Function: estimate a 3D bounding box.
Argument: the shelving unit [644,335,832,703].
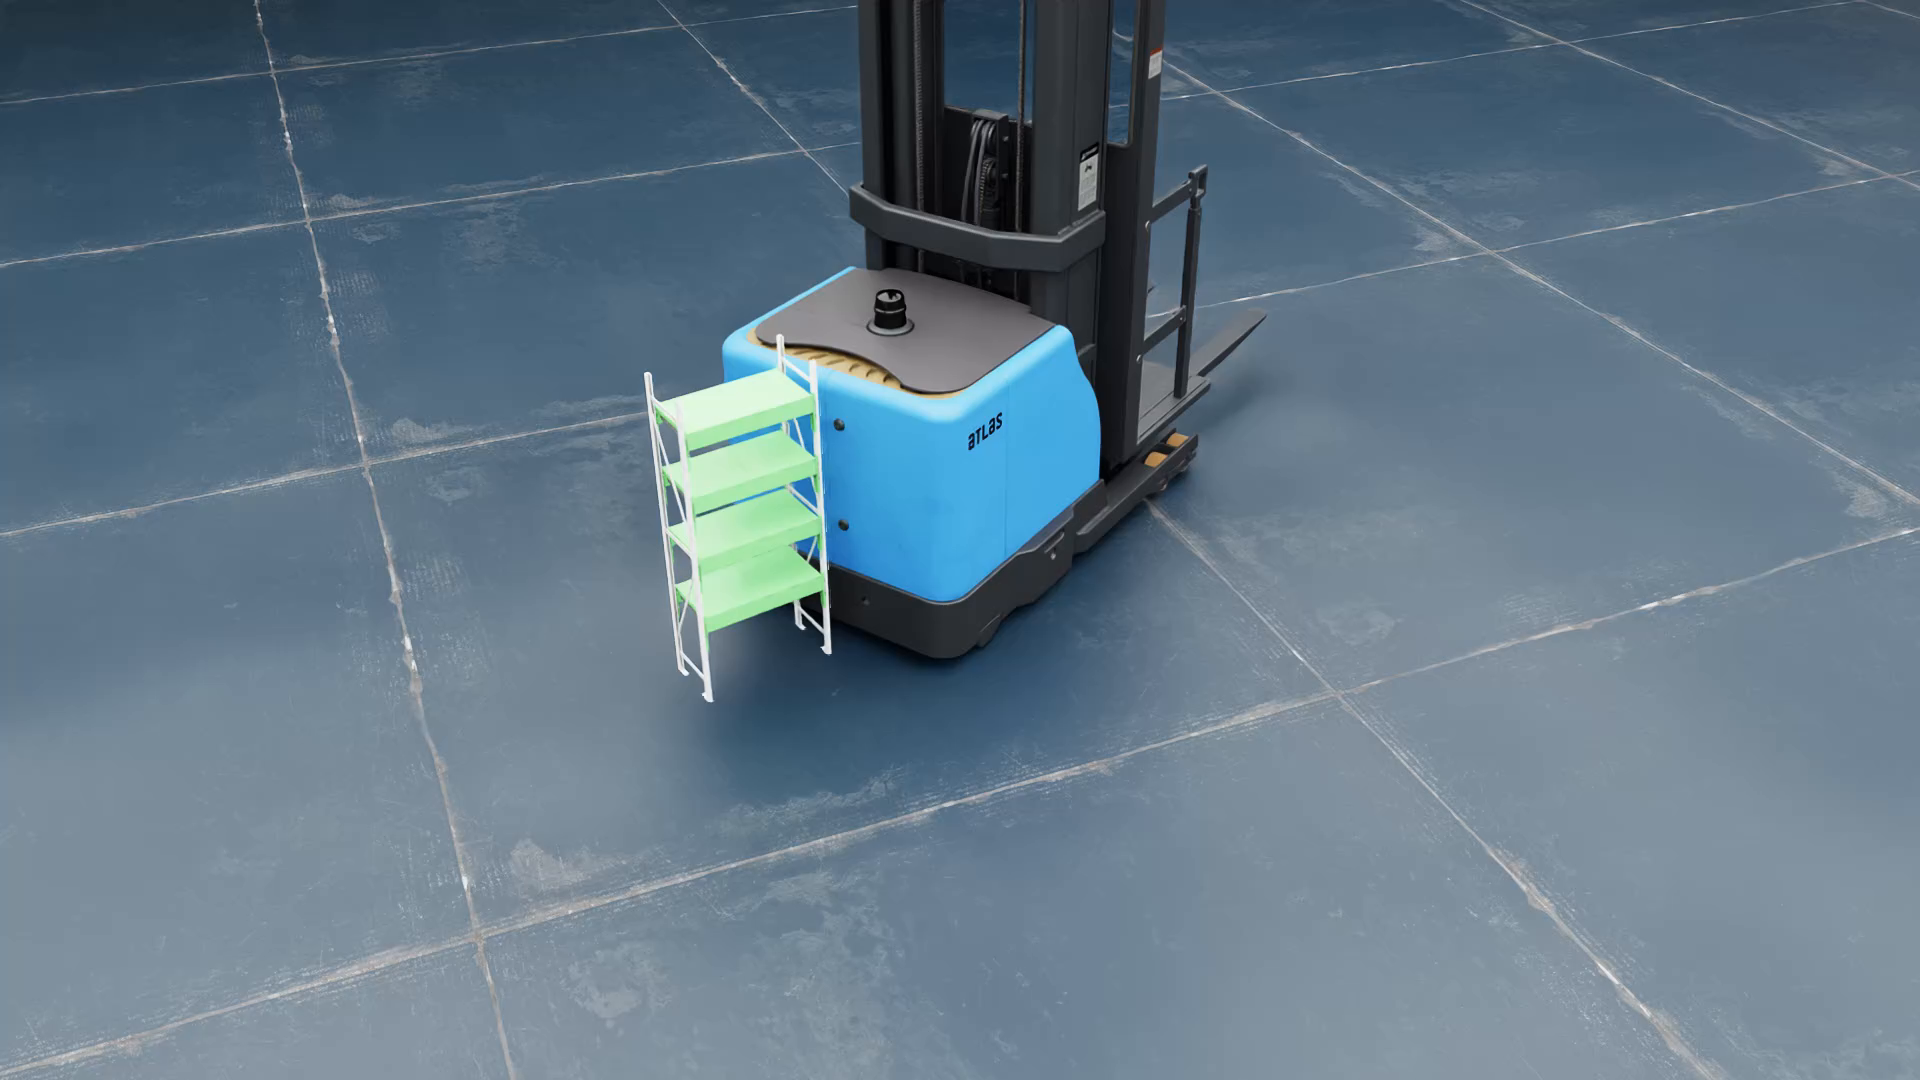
[{"bbox_3d":[-0.746,-0.059,5.741,0.503,1.200,0.258,-21,38,-28],"label":"shelving unit"}]

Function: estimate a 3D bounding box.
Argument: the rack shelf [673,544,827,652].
[{"bbox_3d":[-0.746,0.196,5.906,0.480,0.148,0.258,-21,38,-28],"label":"rack shelf"}]

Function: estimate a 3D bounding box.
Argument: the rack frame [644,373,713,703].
[{"bbox_3d":[-0.947,0.016,5.625,0.015,1.200,0.240,-21,38,-28],"label":"rack frame"}]

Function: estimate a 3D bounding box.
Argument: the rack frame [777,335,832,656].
[{"bbox_3d":[-0.545,-0.135,5.857,0.015,1.200,0.240,-21,38,-28],"label":"rack frame"}]

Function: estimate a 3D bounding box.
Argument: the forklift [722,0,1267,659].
[{"bbox_3d":[0.371,-1.565,6.468,1.130,2.935,3.031,20,38,28],"label":"forklift"}]

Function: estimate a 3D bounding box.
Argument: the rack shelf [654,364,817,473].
[{"bbox_3d":[-0.746,-0.408,5.514,0.480,0.148,0.258,-21,38,-28],"label":"rack shelf"}]

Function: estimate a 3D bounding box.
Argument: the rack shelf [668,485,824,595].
[{"bbox_3d":[-0.746,-0.006,5.776,0.480,0.148,0.258,-21,38,-28],"label":"rack shelf"}]

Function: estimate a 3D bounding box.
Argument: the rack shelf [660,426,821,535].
[{"bbox_3d":[-0.746,-0.207,5.645,0.480,0.148,0.258,-21,38,-28],"label":"rack shelf"}]
